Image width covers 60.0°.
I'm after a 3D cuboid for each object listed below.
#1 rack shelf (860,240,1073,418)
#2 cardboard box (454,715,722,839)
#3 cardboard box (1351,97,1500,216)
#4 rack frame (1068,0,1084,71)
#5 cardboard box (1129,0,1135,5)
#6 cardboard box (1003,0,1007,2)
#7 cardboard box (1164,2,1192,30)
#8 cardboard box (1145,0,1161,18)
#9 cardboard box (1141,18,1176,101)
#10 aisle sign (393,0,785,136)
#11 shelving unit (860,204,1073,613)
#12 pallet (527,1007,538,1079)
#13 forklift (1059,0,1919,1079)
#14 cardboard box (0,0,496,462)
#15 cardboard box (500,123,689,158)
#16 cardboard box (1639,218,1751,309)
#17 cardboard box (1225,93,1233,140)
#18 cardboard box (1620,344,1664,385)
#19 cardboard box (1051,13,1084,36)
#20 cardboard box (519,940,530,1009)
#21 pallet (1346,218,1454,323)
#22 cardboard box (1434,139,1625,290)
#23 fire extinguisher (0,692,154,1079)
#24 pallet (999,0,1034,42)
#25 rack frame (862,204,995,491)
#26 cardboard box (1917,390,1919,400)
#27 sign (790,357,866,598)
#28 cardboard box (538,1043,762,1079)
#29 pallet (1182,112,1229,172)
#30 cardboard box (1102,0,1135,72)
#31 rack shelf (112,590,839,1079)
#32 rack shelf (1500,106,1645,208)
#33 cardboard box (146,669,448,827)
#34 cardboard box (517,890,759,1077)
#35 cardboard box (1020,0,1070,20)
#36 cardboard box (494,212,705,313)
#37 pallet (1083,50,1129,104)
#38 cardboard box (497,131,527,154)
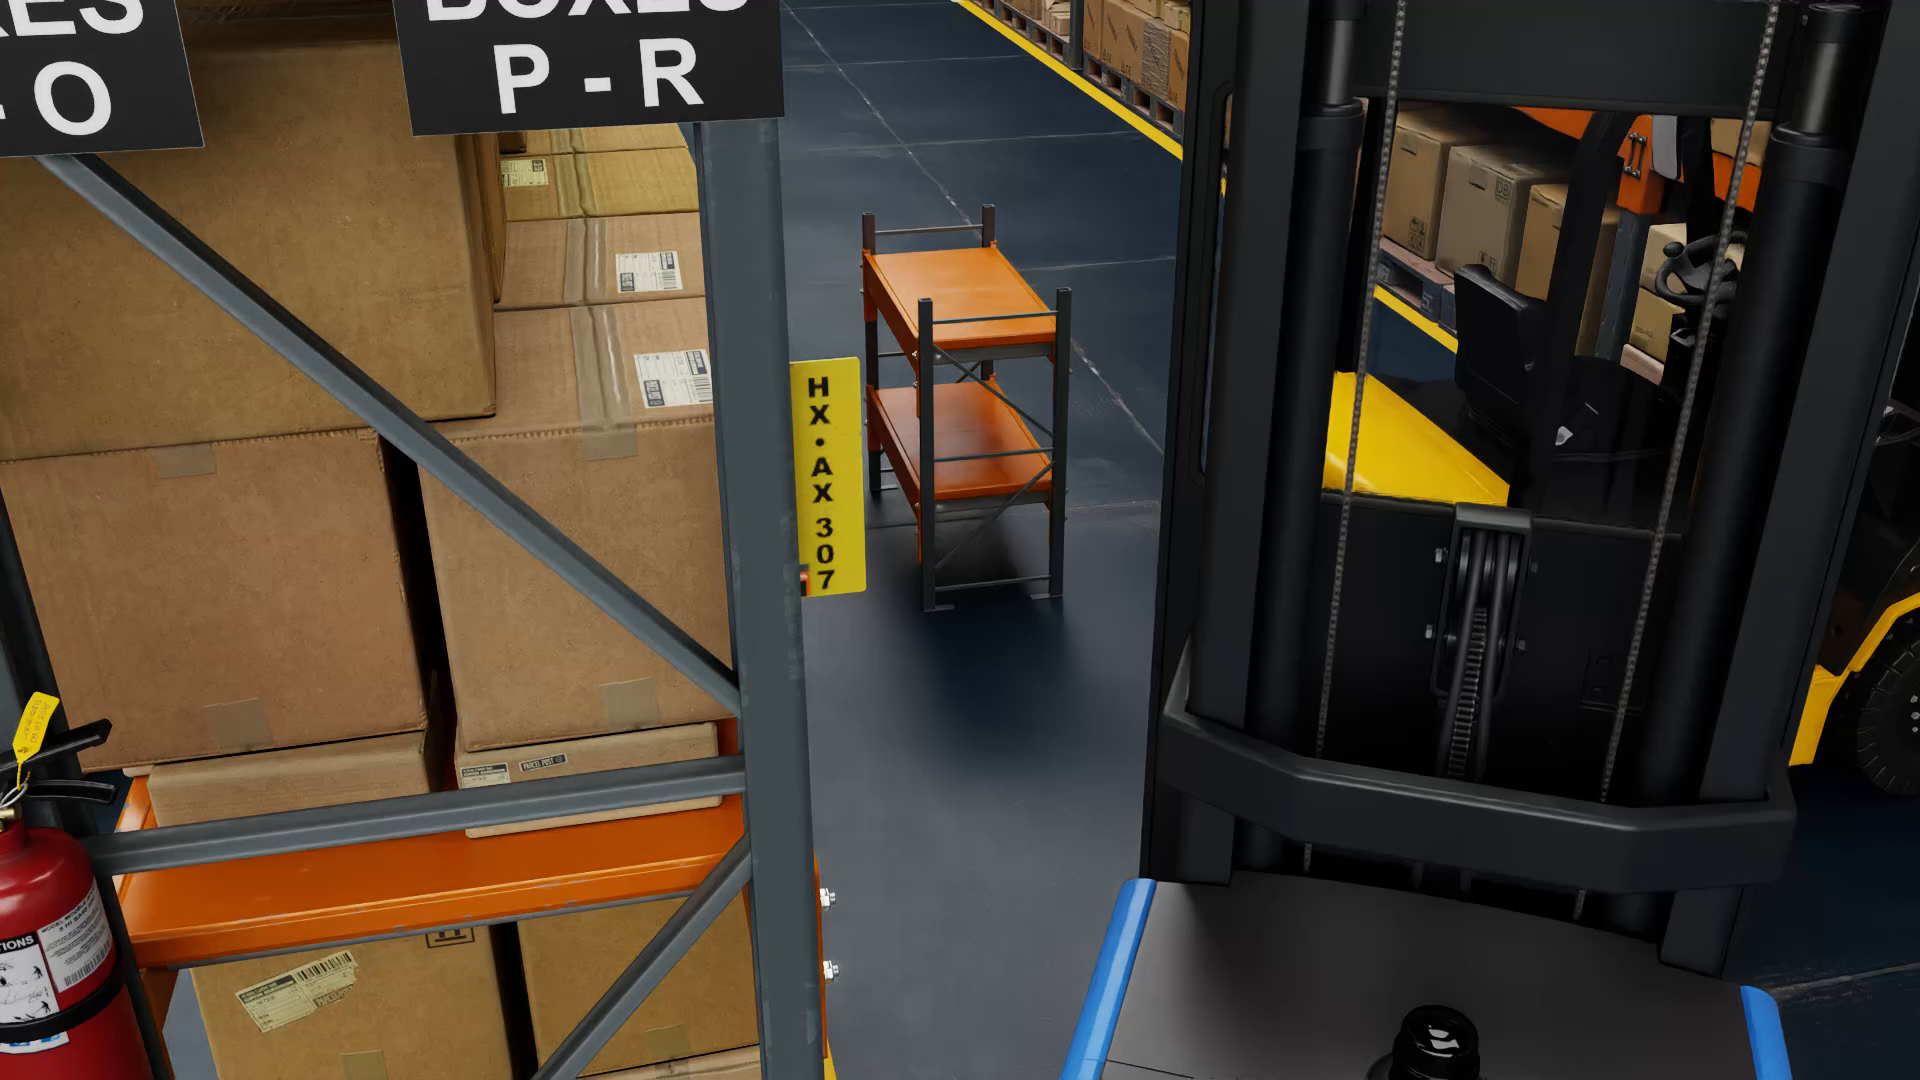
[{"bbox_3d":[-0.002,-0.766,5.871,0.538,0.278,1.000,-6,27,-12],"label":"rack shelf"},{"bbox_3d":[-0.576,0.309,2.587,0.380,0.149,0.250,-6,27,-11],"label":"cardboard box"},{"bbox_3d":[2.613,-2.216,9.482,0.875,0.625,0.625,-5,27,-10],"label":"cardboard box"},{"bbox_3d":[1.429,-5.406,13.632,1.000,3.000,0.127,-6,27,-12],"label":"rack frame"},{"bbox_3d":[1.533,-4.239,12.907,0.380,0.149,0.250,-6,27,-12],"label":"cardboard box"},{"bbox_3d":[0.728,-5.577,16.278,0.700,0.500,0.500,-5,27,-9],"label":"cardboard box"},{"bbox_3d":[1.701,-3.788,12.013,0.380,0.149,0.250,-7,28,-14],"label":"cardboard box"},{"bbox_3d":[1.606,-4.016,12.466,0.380,0.149,0.250,-5,27,-10],"label":"cardboard box"},{"bbox_3d":[1.668,-3.562,12.286,0.500,0.500,0.500,-7,28,-13],"label":"cardboard box"},{"bbox_3d":[-0.385,-0.797,1.616,0.394,0.787,0.004,-6,27,-12],"label":"aisle sign"},{"bbox_3d":[-0.002,-0.505,6.002,0.538,1.125,1.048,-6,27,-12],"label":"shelving unit"},{"bbox_3d":[-0.867,1.219,3.601,1.003,0.211,1.213,-6,27,-12],"label":"pallet"},{"bbox_3d":[0.957,-0.041,3.078,1.130,2.935,3.031,7,28,14],"label":"forklift"},{"bbox_3d":[-1.029,-0.458,2.279,0.700,0.500,0.500,-7,28,-13],"label":"cardboard box"},{"bbox_3d":[-0.896,-0.719,3.905,0.500,0.500,0.500,-7,28,-13],"label":"cardboard box"},{"bbox_3d":[3.036,-1.056,6.490,0.500,0.250,0.500,-6,27,-12],"label":"cardboard box"},{"bbox_3d":[2.026,-2.886,10.946,0.500,0.500,0.500,-5,27,-10],"label":"cardboard box"},{"bbox_3d":[3.019,-0.608,6.712,0.500,0.250,0.500,-6,27,-11],"label":"cardboard box"},{"bbox_3d":[1.018,-4.536,14.605,0.380,0.149,0.250,-7,28,-13],"label":"cardboard box"},{"bbox_3d":[-1.255,0.852,3.819,0.500,0.250,0.500,-6,27,-11],"label":"cardboard box"},{"bbox_3d":[2.750,-1.506,8.999,1.003,0.211,1.213,-6,27,-12],"label":"pallet"},{"bbox_3d":[2.936,-1.591,8.243,0.875,0.625,0.625,-6,27,-12],"label":"cardboard box"},{"bbox_3d":[-1.125,0.499,2.018,0.296,0.674,0.183,-6,27,-12],"label":"fire extinguisher"},{"bbox_3d":[0.997,-5.000,15.921,1.003,0.211,1.213,-6,27,-12],"label":"pallet"},{"bbox_3d":[-0.116,-0.728,6.445,0.500,1.125,0.032,-6,27,-12],"label":"rack frame"},{"bbox_3d":[3.264,-0.614,5.613,0.500,0.250,0.500,-5,27,-10],"label":"cardboard box"},{"bbox_3d":[-0.173,-0.074,2.107,0.100,0.325,0.005,-6,27,-12],"label":"sign"},{"bbox_3d":[-0.614,1.025,3.475,0.500,0.250,0.500,-6,27,-12],"label":"cardboard box"},{"bbox_3d":[2.199,-2.737,11.438,1.003,0.211,1.213,-6,27,-12],"label":"pallet"},{"bbox_3d":[1.449,-4.010,13.174,0.500,0.500,0.500,-6,27,-12],"label":"cardboard box"},{"bbox_3d":[-1.152,-0.189,4.095,1.077,0.370,4.000,-6,27,-12],"label":"rack shelf"},{"bbox_3d":[2.782,-2.451,8.576,1.077,0.370,4.000,-6,27,-12],"label":"rack shelf"},{"bbox_3d":[-0.994,0.337,2.532,0.380,0.149,0.250,-5,27,-10],"label":"cardboard box"},{"bbox_3d":[-0.620,0.680,3.327,0.500,0.500,0.500,-7,28,-13],"label":"cardboard box"},{"bbox_3d":[0.962,-5.121,15.375,0.700,0.500,0.500,-7,28,-14],"label":"cardboard box"},{"bbox_3d":[-0.658,-0.273,3.021,0.500,0.500,0.500,-5,27,-10],"label":"cardboard box"},{"bbox_3d":[1.650,-3.808,13.561,1.003,0.211,1.213,-6,27,-12],"label":"pallet"},{"bbox_3d":[-1.328,-1.128,3.605,0.700,0.500,0.500,-6,27,-12],"label":"cardboard box"}]
